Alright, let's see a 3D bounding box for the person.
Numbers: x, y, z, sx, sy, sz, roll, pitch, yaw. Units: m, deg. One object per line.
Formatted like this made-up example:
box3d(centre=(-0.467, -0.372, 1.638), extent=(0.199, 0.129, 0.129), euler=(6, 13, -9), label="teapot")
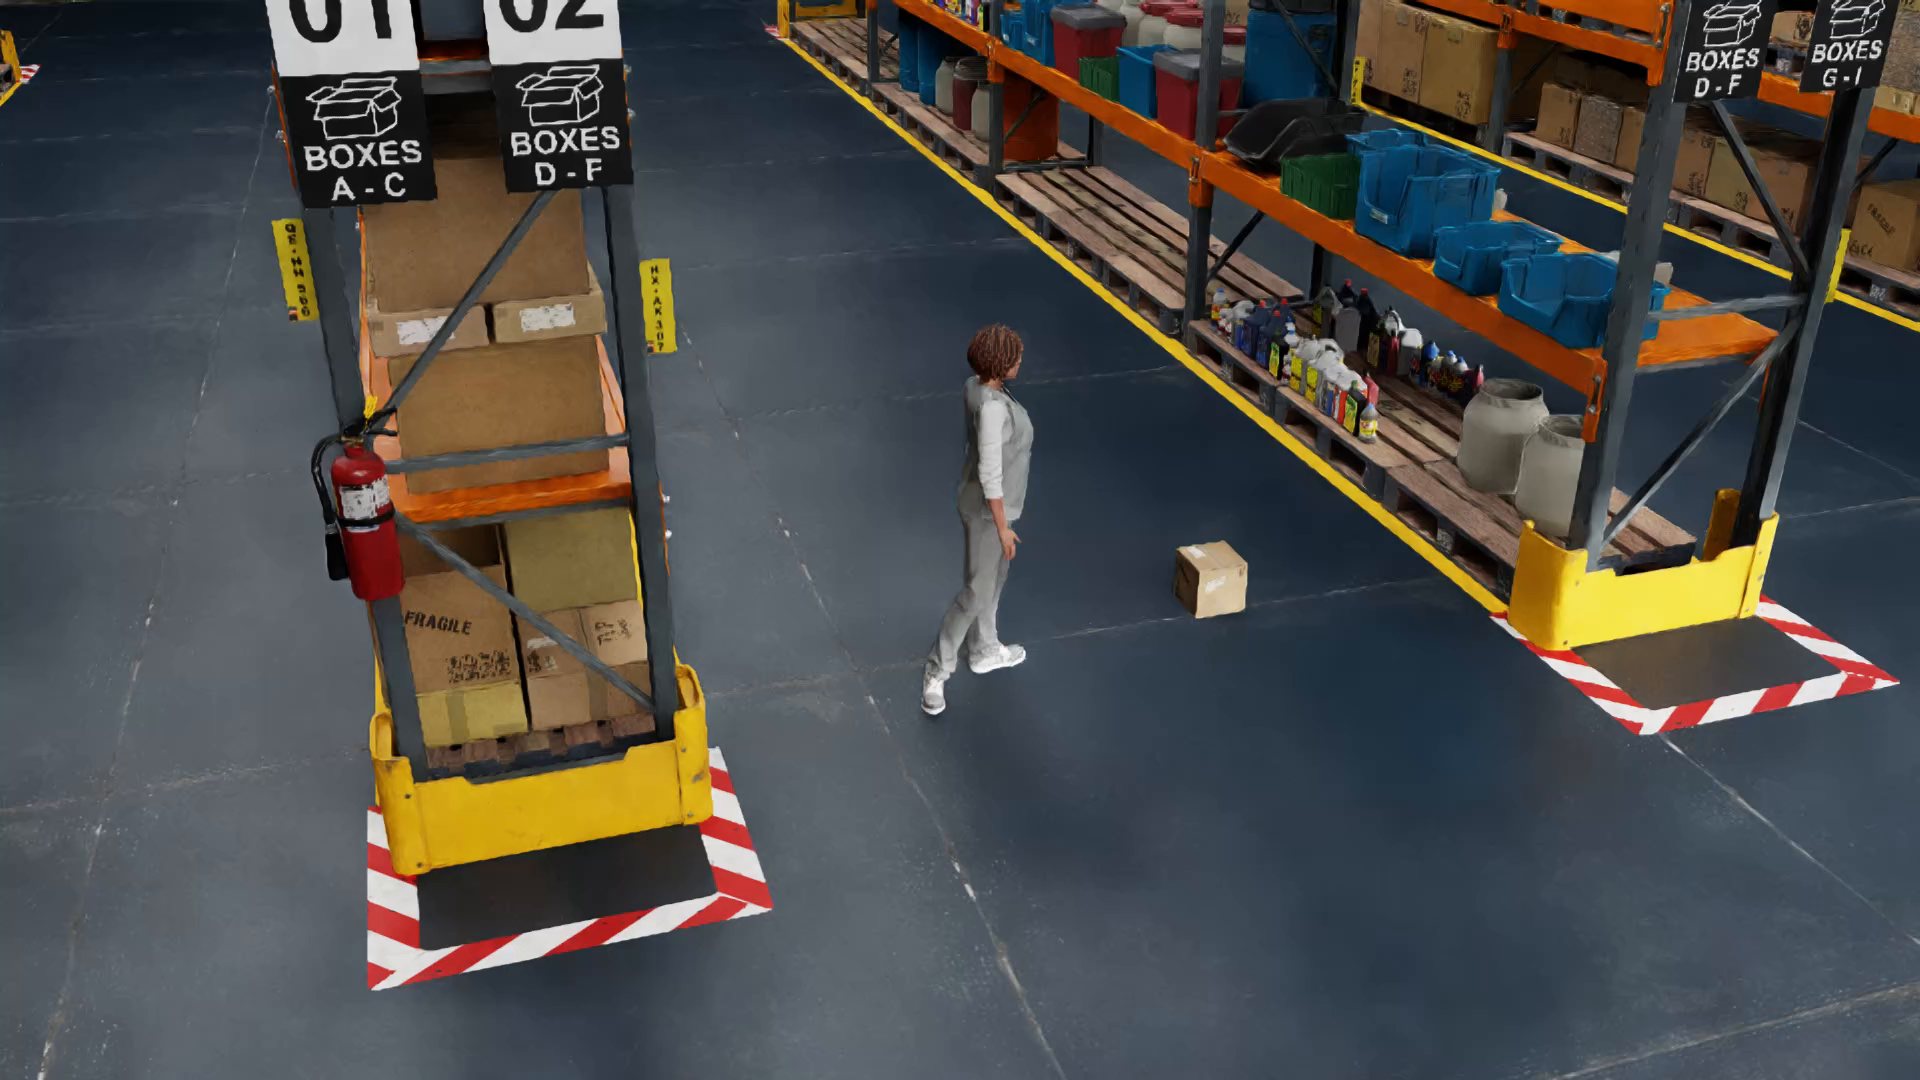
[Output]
box3d(centre=(0.068, -0.077, 6.783), extent=(0.448, 1.590, 0.592), euler=(1, 27, 2), label="person")
